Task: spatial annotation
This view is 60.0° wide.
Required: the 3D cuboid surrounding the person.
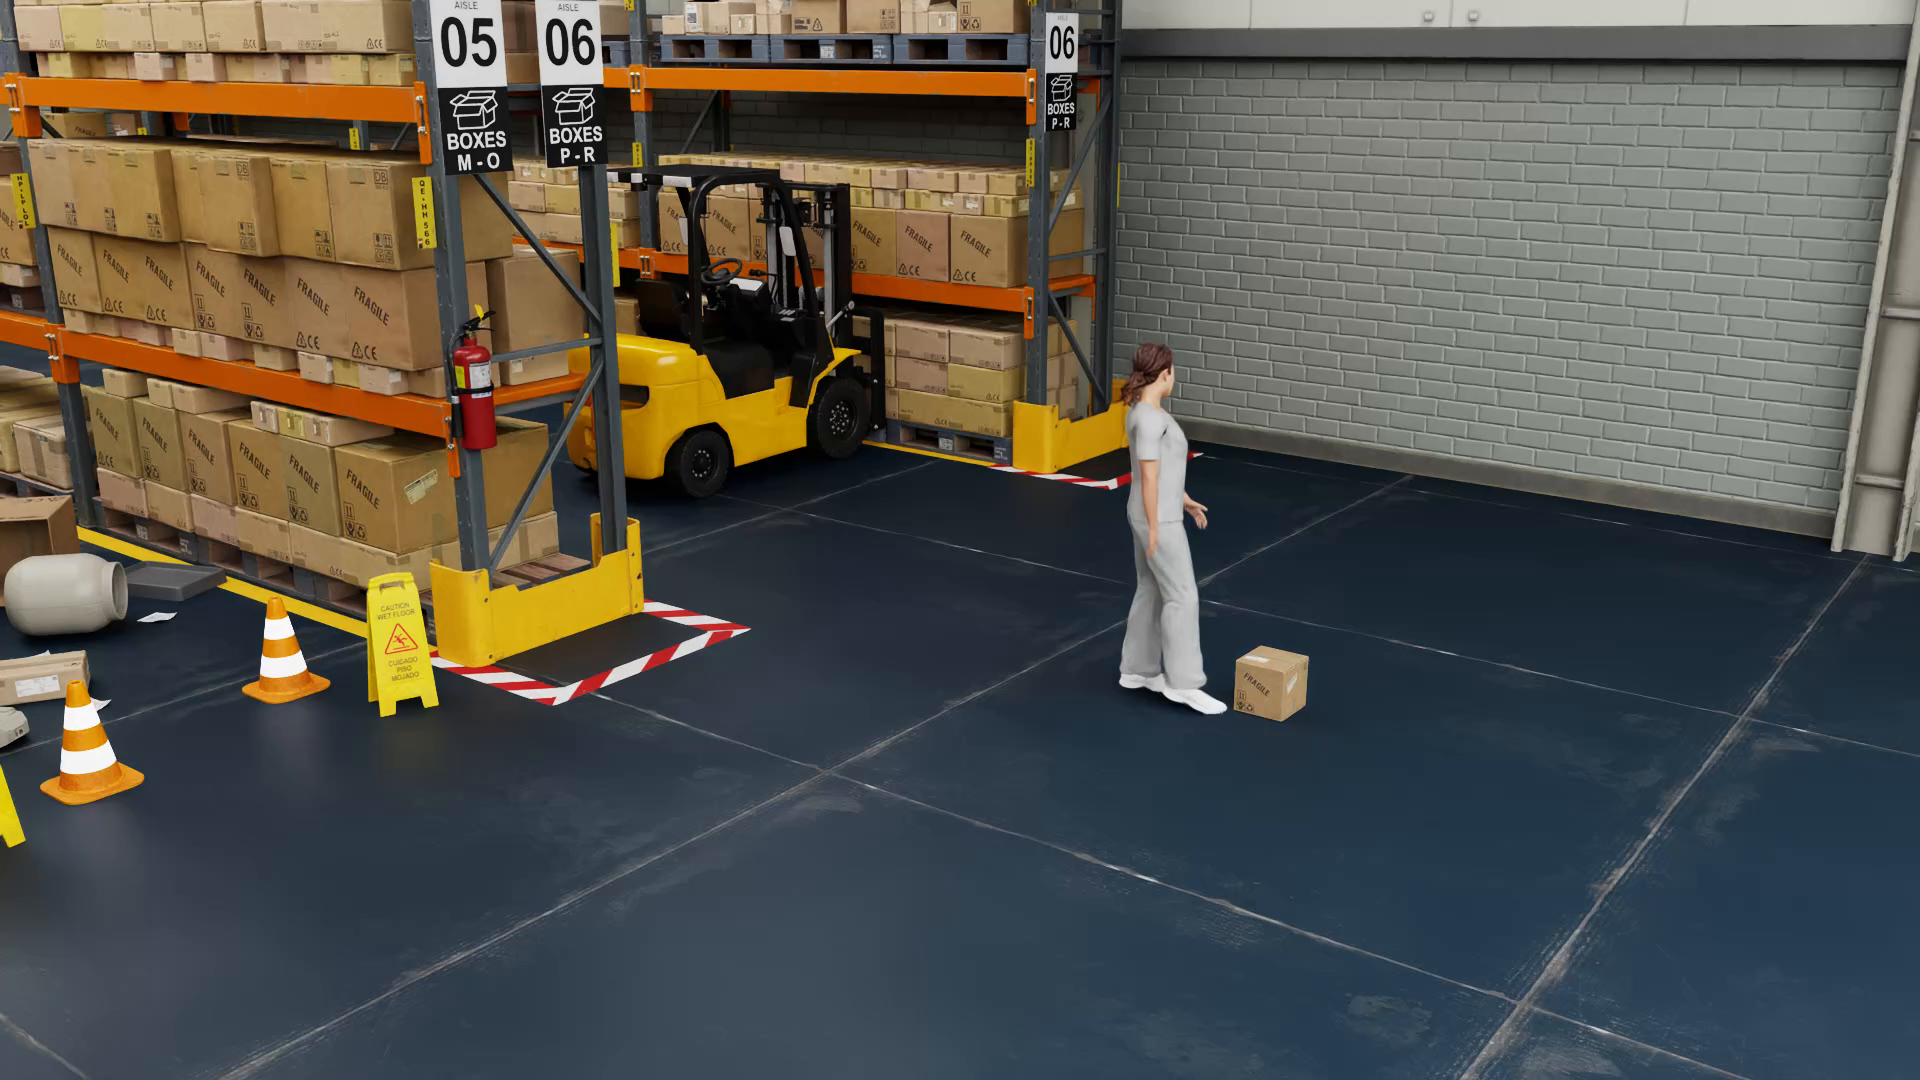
[{"bbox_3d":[0.984,-0.066,7.766,0.544,1.694,0.522,0,17,1],"label":"person"}]
